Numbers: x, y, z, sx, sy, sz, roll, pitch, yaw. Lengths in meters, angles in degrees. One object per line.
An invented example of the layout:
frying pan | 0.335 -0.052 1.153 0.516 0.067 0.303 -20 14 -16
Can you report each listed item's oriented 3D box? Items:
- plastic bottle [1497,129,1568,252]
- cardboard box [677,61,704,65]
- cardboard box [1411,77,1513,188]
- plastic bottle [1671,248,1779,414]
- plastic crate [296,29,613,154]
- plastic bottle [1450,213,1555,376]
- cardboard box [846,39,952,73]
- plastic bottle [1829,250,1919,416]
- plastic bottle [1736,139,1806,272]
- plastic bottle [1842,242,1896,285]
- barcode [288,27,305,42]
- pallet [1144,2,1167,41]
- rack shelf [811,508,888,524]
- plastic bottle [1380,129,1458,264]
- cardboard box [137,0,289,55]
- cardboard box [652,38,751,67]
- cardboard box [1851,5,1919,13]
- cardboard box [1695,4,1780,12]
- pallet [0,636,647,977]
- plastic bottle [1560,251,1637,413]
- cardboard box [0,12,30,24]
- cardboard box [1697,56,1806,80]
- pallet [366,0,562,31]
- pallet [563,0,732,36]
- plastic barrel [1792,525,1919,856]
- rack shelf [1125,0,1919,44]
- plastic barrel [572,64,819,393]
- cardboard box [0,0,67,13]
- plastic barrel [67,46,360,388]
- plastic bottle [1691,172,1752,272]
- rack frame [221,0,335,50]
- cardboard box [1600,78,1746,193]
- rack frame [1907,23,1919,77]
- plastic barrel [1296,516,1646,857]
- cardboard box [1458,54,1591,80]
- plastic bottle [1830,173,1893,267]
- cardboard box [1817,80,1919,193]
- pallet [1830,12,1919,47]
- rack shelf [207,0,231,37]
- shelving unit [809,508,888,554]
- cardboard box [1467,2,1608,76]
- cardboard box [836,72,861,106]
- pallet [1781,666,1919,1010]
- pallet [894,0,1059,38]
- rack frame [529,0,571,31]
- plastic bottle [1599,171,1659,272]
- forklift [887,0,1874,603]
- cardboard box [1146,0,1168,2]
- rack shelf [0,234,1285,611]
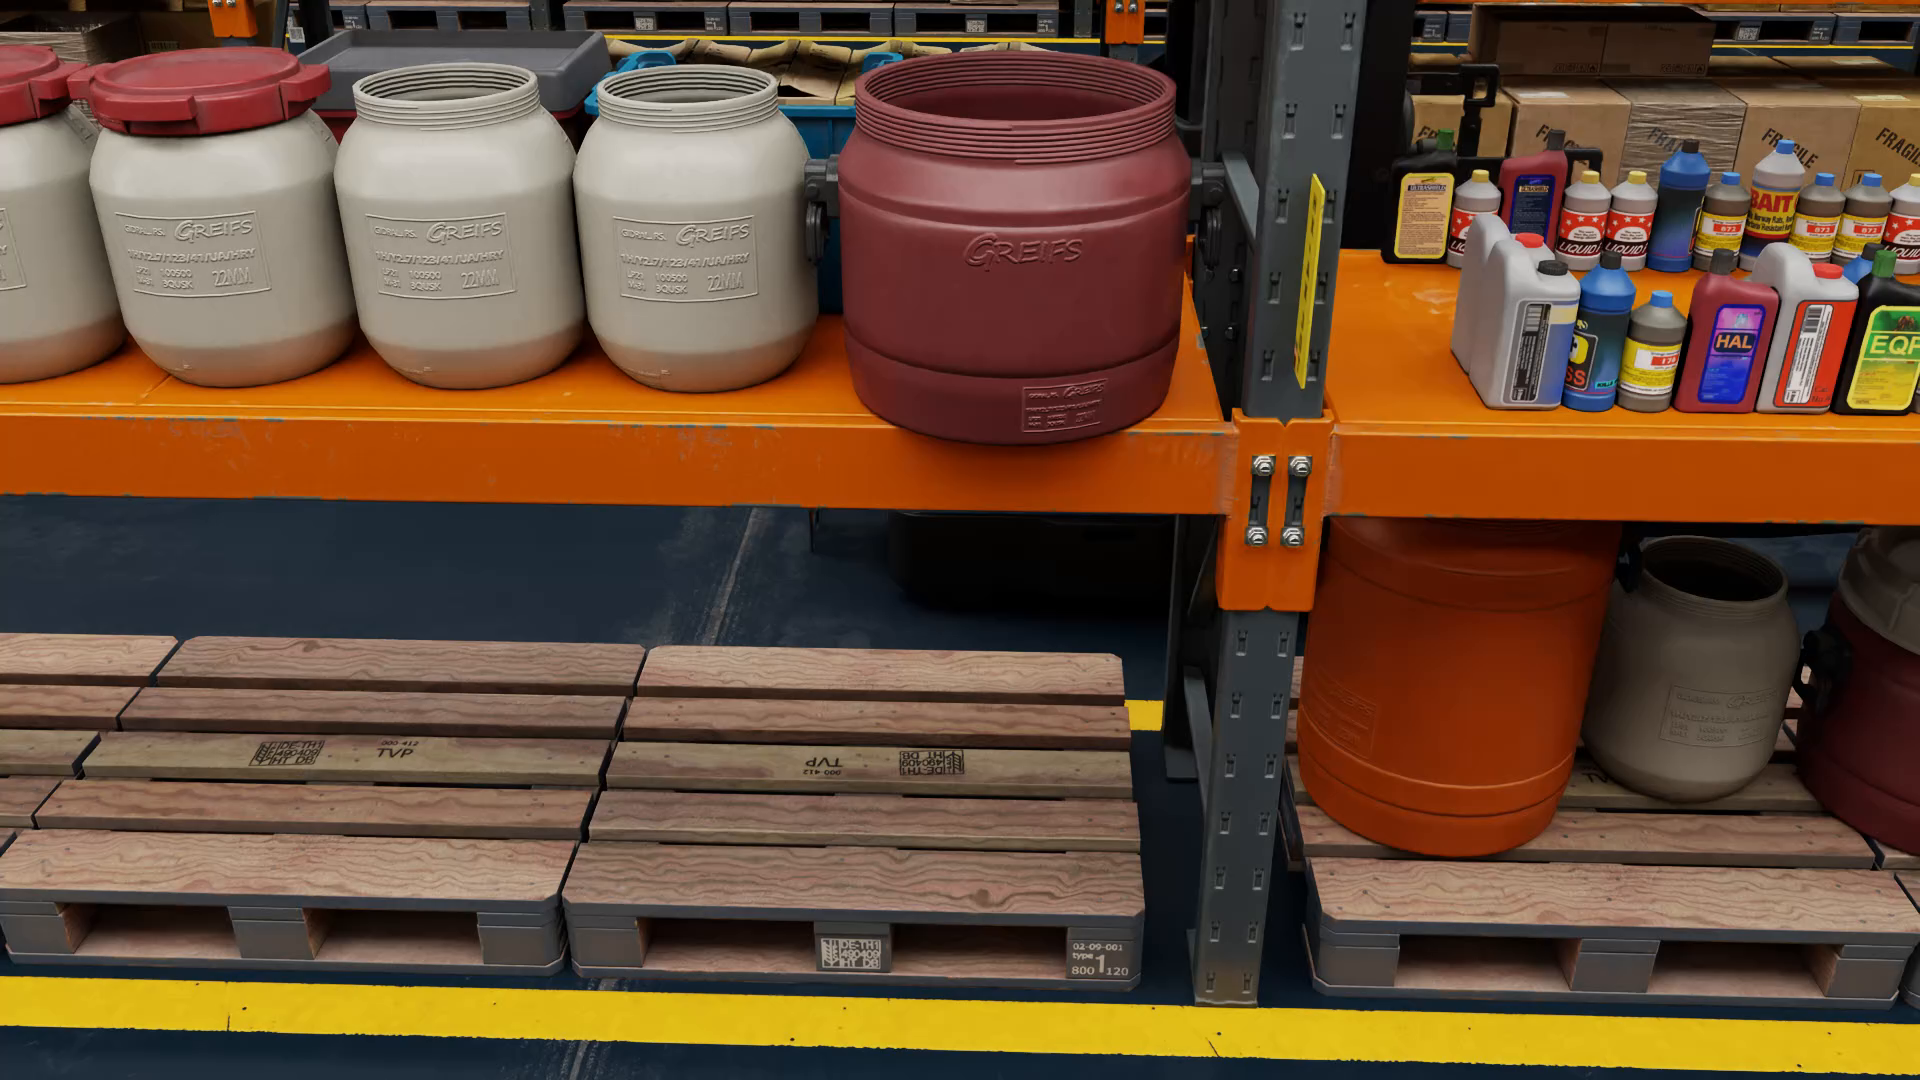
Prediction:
plastic bottle | 1.216 -0.732 3.552 0.133 0.283 0.061 1 28 2
cardboard box | -1.312 -2.049 7.801 0.500 0.311 0.500 2 28 3
cardboard box | 2.214 -1.845 7.726 0.500 0.500 0.500 1 28 1
plastic bottle | 1.314 -0.357 2.846 0.133 0.283 0.061 1 28 2
plastic crate | -1.038 -0.792 3.474 0.583 0.464 0.402 1 28 2
plastic bottle | 0.993 -0.452 3.033 0.135 0.276 0.152 1 28 2
cardboard box | -0.294 -2.282 8.241 0.500 0.311 0.500 0 28 1
plastic bottle | 1.582 -0.353 2.838 0.133 0.283 0.061 1 28 2
plastic bottle | 1.720 -0.710 3.523 0.097 0.271 0.097 0 28 0
plastic bottle | 1.567 -0.385 2.911 0.097 0.271 0.097 0 28 0
barcode | -3.012 -2.294 7.548 0.075 0.075 0.001 1 28 2
pallet | 1.701 -3.951 12.478 1.213 0.211 1.003 1 28 2
rack shelf | -0.335 -0.212 5.145 0.240 0.259 0.215 1 28 1
plastic bottle | 0.986 -0.736 3.559 0.133 0.283 0.061 1 28 2
cardboard box | -3.705 -2.435 8.327 0.500 0.500 0.500 1 28 2
cardboard box | -1.317 -2.300 8.274 0.500 0.311 0.500 1 28 1
cardboard box | 6.672 -4.167 12.128 0.500 0.500 0.700 2 28 3
cardboard box | 5.657 -4.186 12.164 0.500 0.500 0.700 1 28 2
pallet | -1.423 0.586 3.920 1.213 0.211 1.003 1 28 2
plastic bottle | 1.102 -0.364 2.872 0.097 0.271 0.097 0 28 0
cardboard box | -4.723 -2.206 7.896 0.500 0.500 0.500 1 28 2
cardboard box | 3.734 -2.062 8.136 0.500 0.500 0.500 1 28 3
pallet | -3.754 -4.060 12.683 1.213 0.211 1.003 1 28 2
pallet | -2.304 -4.053 12.671 1.213 0.211 1.003 1 28 2
plastic barrel | 2.184 0.305 3.599 0.708 0.588 0.600 1 28 2
rack shelf | 2.744 -2.562 7.648 4.000 0.370 1.077 1 28 2
plastic barrel | -0.469 -0.561 2.985 0.421 0.512 0.421 0 28 0
cardboard box | -4.705 -2.451 8.358 0.500 0.500 0.500 1 28 2
plastic barrel | -1.317 -0.583 3.001 0.433 0.535 0.433 0 28 0
plastic bottle | 1.623 -0.680 3.543 0.097 0.201 0.097 0 28 0
rack frame | -3.253 -2.979 7.666 0.127 3.000 1.000 1 28 2
cardboard box | 3.244 -1.831 7.701 0.500 0.500 0.500 1 28 2
rack frame | 4.742 -2.846 7.417 0.127 3.000 1.000 1 28 2
plastic barrel | 1.056 0.179 3.578 0.708 0.830 0.600 1 28 2
cardboard box | 2.730 -2.082 8.175 0.500 0.500 0.500 0 28 0
plastic bottle | 1.915 -0.675 3.534 0.097 0.201 0.097 0 28 0
cardboard box | 4.239 -1.810 7.662 0.500 0.500 0.500 1 28 2
pallet | 6.893 -3.865 12.316 1.213 0.211 1.003 1 28 2
rack shelf | -5.252 -2.694 7.897 4.000 0.370 1.077 1 28 2
shelving unit | -0.335 -0.467 5.010 0.252 1.050 0.215 1 28 1
cardboard box | 2.767 -2.414 8.000 0.500 0.250 0.500 0 28 1
cardboard box | -0.307 -2.030 7.765 0.500 0.311 0.500 1 28 1
pallet | 2.572 0.653 3.793 1.213 0.211 1.003 1 28 2
pallet | 0.135 -4.013 12.595 1.213 0.211 1.003 1 28 2
rack frame | -3.082 -5.297 12.041 0.127 3.000 1.000 1 28 2
plastic bottle | 1.428 -0.683 3.549 0.097 0.201 0.097 0 28 0
forklift | 1.314 -1.318 4.607 3.031 2.935 1.130 1 28 1
cardboard box | 1.646 -4.393 12.182 0.750 0.750 0.750 1 28 1
rack shelf | -1.433 -0.309 3.399 4.000 0.370 1.077 1 28 2
